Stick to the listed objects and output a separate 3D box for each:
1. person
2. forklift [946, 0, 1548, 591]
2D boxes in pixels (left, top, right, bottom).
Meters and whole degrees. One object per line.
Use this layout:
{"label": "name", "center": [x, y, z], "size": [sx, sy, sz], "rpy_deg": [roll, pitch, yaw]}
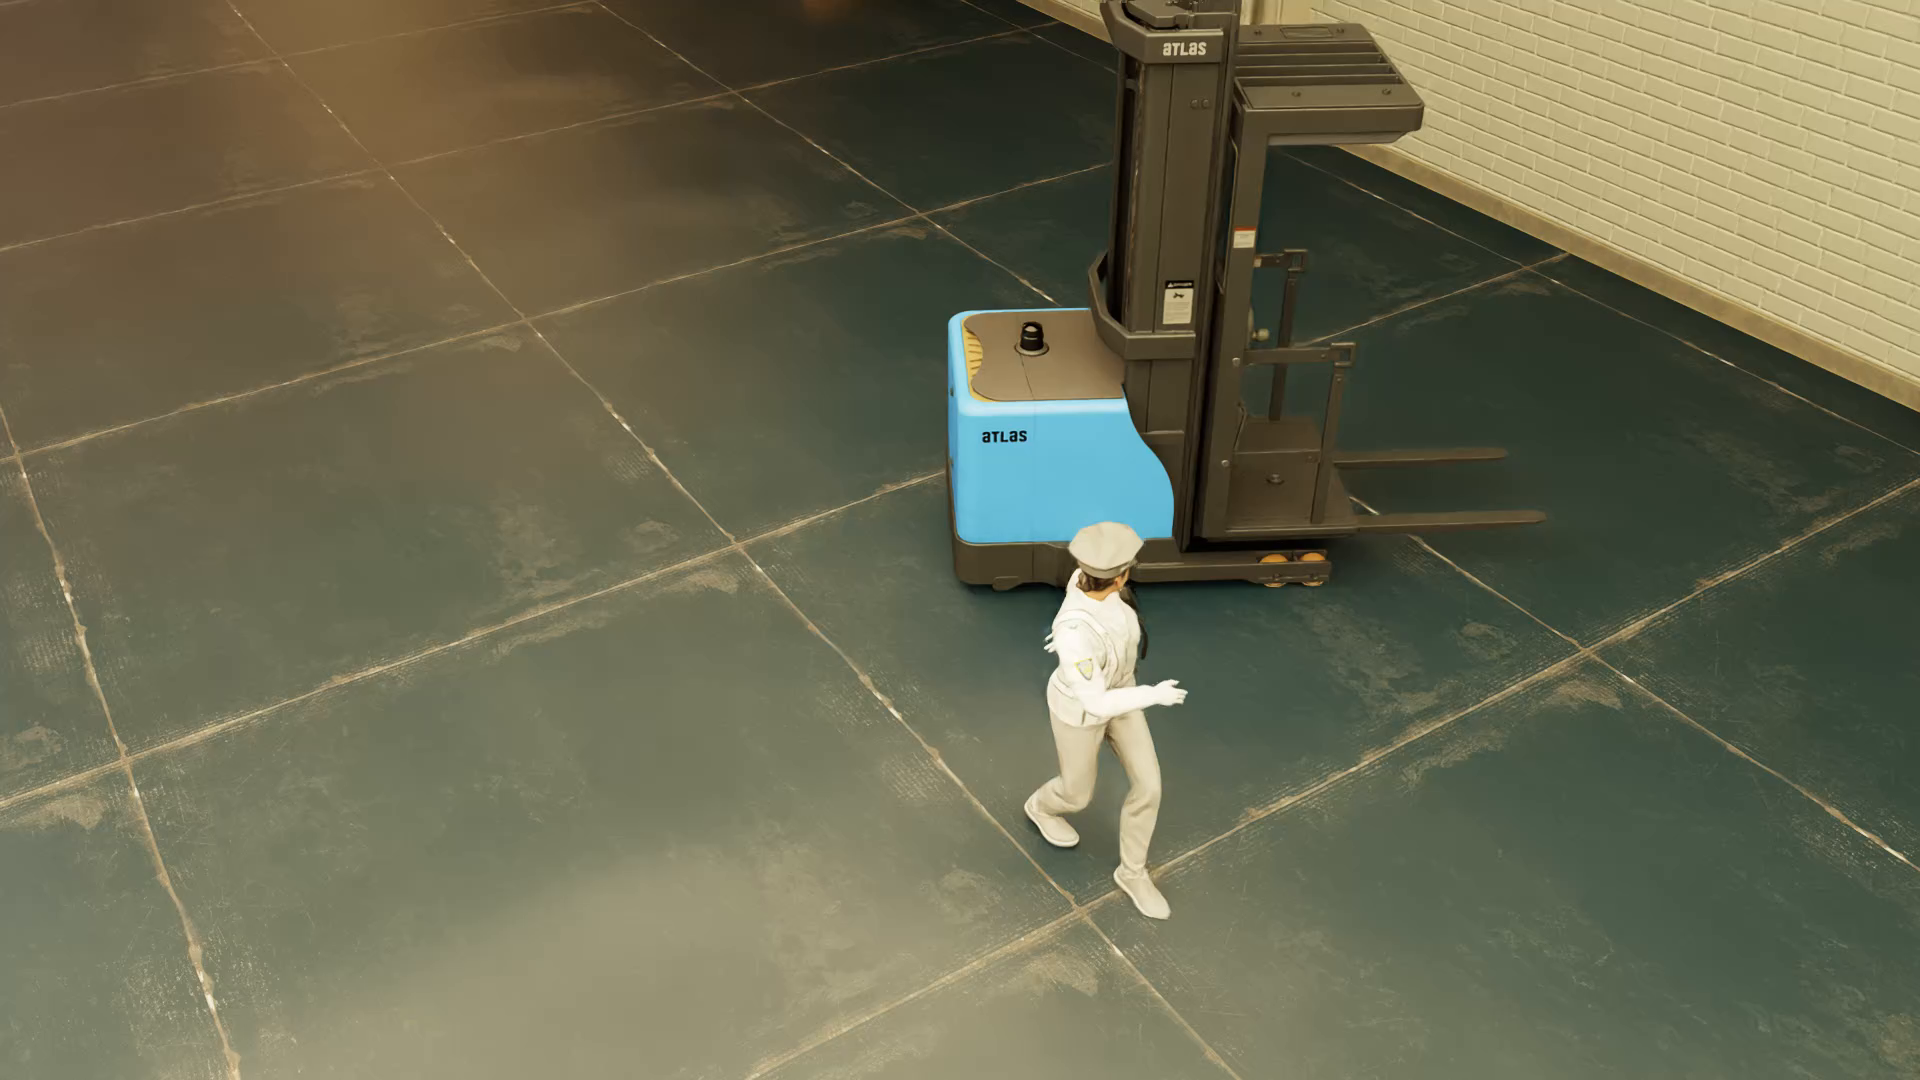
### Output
{"label": "person", "center": [0.540, 0.659, 6.406], "size": [0.513, 1.620, 0.889], "rpy_deg": [-28, 44, -34]}
{"label": "forklift", "center": [1.464, -1.265, 7.948], "size": [3.031, 2.935, 1.130], "rpy_deg": [-2, 35, -3]}
